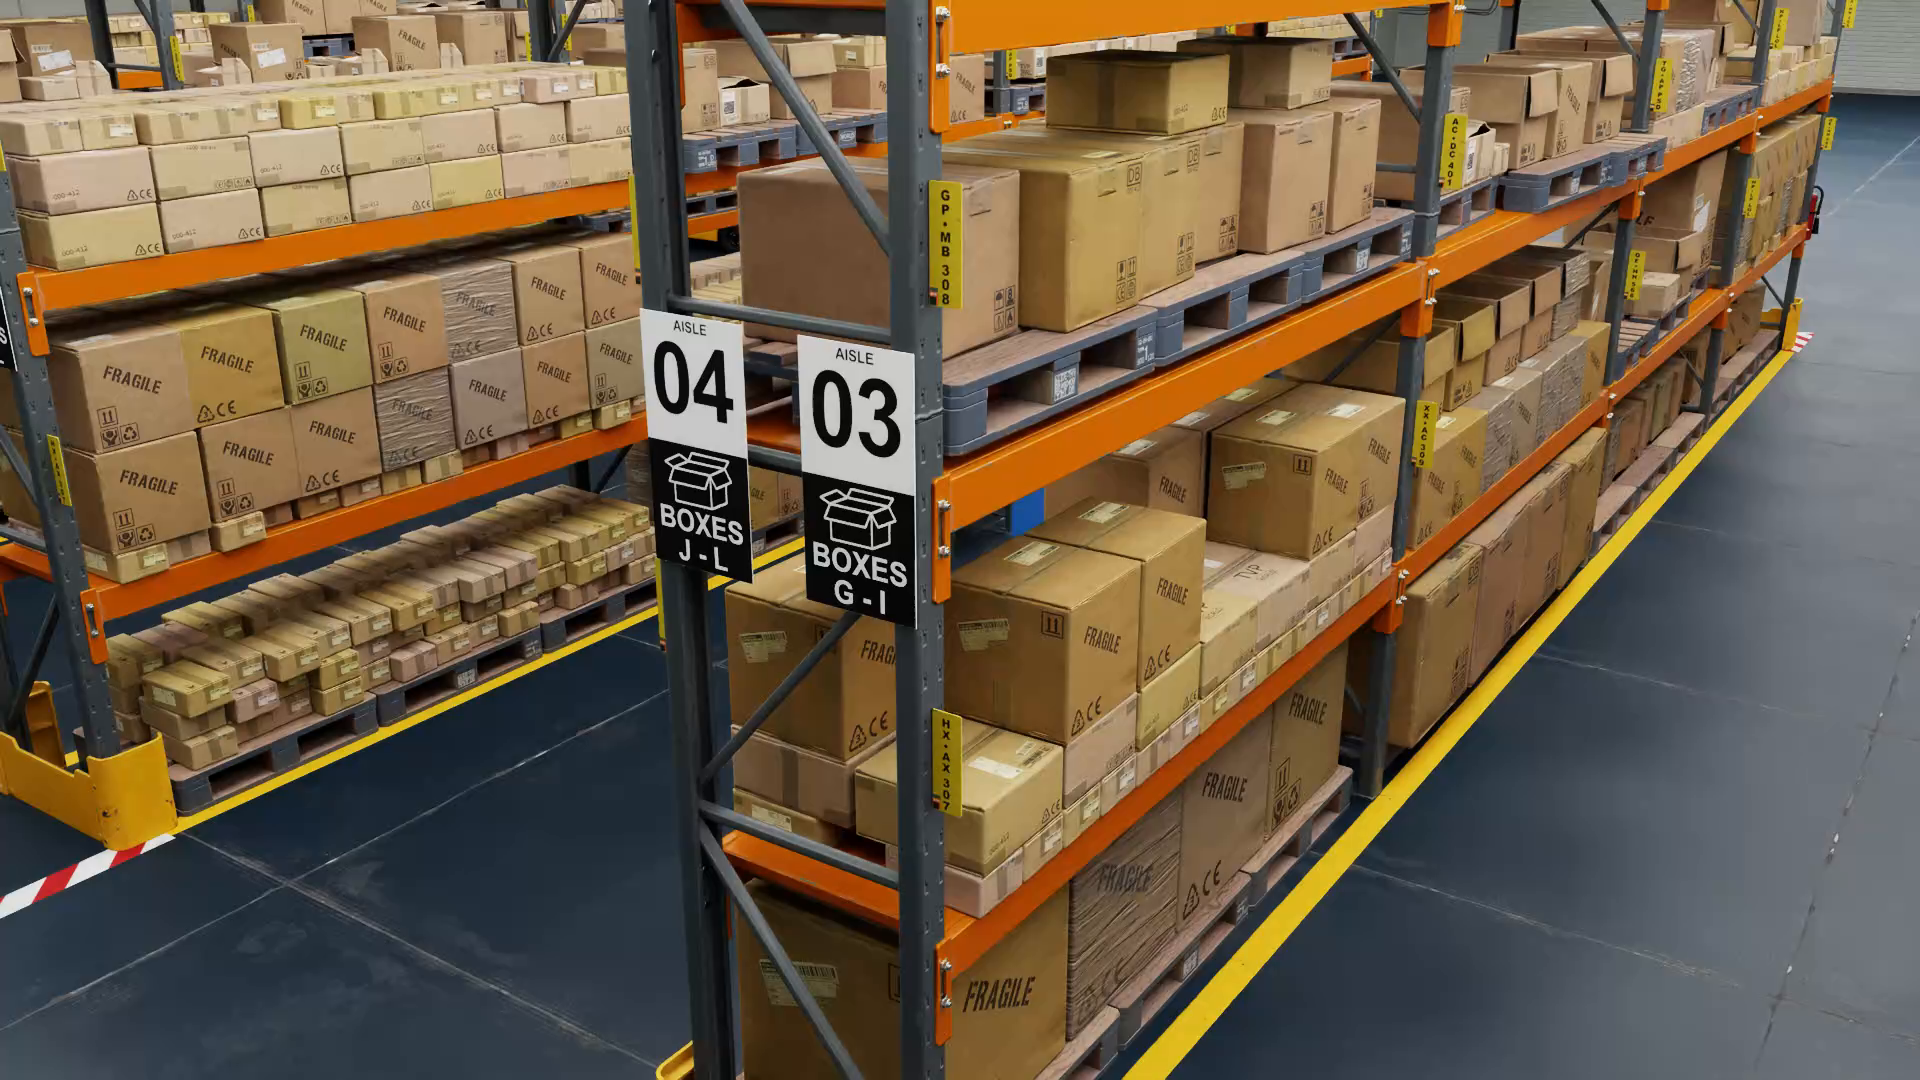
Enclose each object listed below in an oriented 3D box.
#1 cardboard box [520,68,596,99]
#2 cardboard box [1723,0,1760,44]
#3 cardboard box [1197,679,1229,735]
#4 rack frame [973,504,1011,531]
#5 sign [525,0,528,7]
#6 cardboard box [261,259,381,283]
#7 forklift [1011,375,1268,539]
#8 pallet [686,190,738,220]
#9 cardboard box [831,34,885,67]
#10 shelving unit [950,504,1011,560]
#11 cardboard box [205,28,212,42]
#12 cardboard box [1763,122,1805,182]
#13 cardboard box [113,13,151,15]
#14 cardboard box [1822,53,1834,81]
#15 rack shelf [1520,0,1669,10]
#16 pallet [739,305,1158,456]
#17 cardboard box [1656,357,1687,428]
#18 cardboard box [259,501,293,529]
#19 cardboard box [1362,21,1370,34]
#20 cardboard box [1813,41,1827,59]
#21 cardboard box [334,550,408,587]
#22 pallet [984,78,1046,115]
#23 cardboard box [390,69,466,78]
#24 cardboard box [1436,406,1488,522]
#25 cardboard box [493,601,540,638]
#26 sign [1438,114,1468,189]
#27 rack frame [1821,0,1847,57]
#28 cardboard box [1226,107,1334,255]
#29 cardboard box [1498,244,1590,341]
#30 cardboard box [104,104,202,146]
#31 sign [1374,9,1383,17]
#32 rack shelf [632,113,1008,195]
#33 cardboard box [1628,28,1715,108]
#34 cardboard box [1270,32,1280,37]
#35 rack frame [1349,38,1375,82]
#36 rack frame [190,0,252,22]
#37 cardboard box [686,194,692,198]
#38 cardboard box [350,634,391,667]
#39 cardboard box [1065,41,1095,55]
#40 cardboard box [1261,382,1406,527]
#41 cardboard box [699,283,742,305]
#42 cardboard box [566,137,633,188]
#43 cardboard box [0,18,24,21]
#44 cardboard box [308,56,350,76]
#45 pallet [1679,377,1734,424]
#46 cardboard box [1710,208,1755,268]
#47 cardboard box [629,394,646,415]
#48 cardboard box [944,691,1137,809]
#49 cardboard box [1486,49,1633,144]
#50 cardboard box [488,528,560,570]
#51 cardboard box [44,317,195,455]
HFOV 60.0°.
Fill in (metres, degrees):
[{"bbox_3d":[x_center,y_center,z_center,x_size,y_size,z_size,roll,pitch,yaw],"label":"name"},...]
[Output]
[{"bbox_3d":[-2.379,-2.699,9.836,0.380,0.149,0.250,14,24,33],"label":"cardboard box"},{"bbox_3d":[7.444,-5.064,16.013,0.500,0.500,0.500,13,24,32],"label":"cardboard box"},{"bbox_3d":[0.843,0.620,6.626,0.380,0.149,0.250,13,24,30],"label":"cardboard box"},{"bbox_3d":[0.209,-0.810,12.294,0.400,1.500,0.023,13,24,32],"label":"rack frame"},{"bbox_3d":[-5.596,-7.055,21.491,0.100,0.325,0.005,13,24,32],"label":"sign"},{"bbox_3d":[-3.622,-1.299,9.438,0.500,0.500,0.500,12,24,30],"label":"cardboard box"},{"bbox_3d":[1.721,-0.774,10.133,1.130,2.935,3.031,-19,28,-41],"label":"forklift"},{"bbox_3d":[-3.112,-3.732,18.308,1.003,0.211,1.213,13,24,32],"label":"pallet"},{"bbox_3d":[-0.759,-3.583,12.056,0.396,0.266,0.258,13,24,32],"label":"cardboard box"},{"bbox_3d":[0.004,-0.705,12.010,0.431,1.500,0.755,13,24,32],"label":"shelving unit"},{"bbox_3d":[-8.299,-5.588,18.366,0.380,0.149,0.250,14,24,33],"label":"cardboard box"},{"bbox_3d":[7.837,-3.771,16.121,0.500,0.500,0.500,13,24,32],"label":"cardboard box"},{"bbox_3d":[-9.038,-5.687,18.204,0.380,0.149,0.250,13,24,32],"label":"cardboard box"},{"bbox_3d":[8.441,-4.758,16.696,0.500,0.250,0.500,14,24,33],"label":"cardboard box"},{"bbox_3d":[5.129,-4.176,12.198,1.077,0.370,4.000,13,24,32],"label":"rack shelf"},{"bbox_3d":[-0.084,-0.599,5.363,1.003,0.211,1.213,13,24,32],"label":"pallet"},{"bbox_3d":[5.890,-1.323,14.488,0.700,0.500,0.500,11,23,28],"label":"cardboard box"},{"bbox_3d":[-3.748,-0.175,8.776,0.380,0.149,0.250,15,25,34],"label":"cardboard box"},{"bbox_3d":[4.550,-5.977,19.388,0.380,0.149,0.250,13,24,32],"label":"cardboard box"},{"bbox_3d":[8.176,-4.764,16.137,0.380,0.149,0.250,13,24,32],"label":"cardboard box"},{"bbox_3d":[-3.554,0.201,10.045,0.380,0.149,0.250,13,24,32],"label":"cardboard box"},{"bbox_3d":[0.277,-3.823,14.226,1.213,0.211,1.003,15,25,34],"label":"pallet"},{"bbox_3d":[-3.112,-2.664,9.740,0.380,0.149,0.250,12,24,30],"label":"cardboard box"},{"bbox_3d":[2.503,-0.441,8.988,0.500,0.500,0.500,13,24,32],"label":"cardboard box"},{"bbox_3d":[-2.810,0.454,10.219,0.380,0.149,0.250,13,24,32],"label":"cardboard box"},{"bbox_3d":[2.216,-1.745,7.475,0.100,0.325,0.005,13,24,32],"label":"sign"},{"bbox_3d":[8.502,-6.423,16.657,1.000,3.000,0.127,13,24,32],"label":"rack frame"},{"bbox_3d":[1.060,-1.474,6.709,0.700,0.500,0.500,15,25,35],"label":"cardboard box"},{"bbox_3d":[3.580,-1.624,10.743,0.797,0.503,0.637,14,25,34],"label":"cardboard box"},{"bbox_3d":[-3.796,-1.954,7.822,0.380,0.149,0.250,13,24,32],"label":"cardboard box"},{"bbox_3d":[4.897,-6.281,19.435,0.100,0.325,0.005,13,24,32],"label":"sign"},{"bbox_3d":[-1.165,-2.806,12.239,1.077,0.370,4.000,13,24,32],"label":"rack shelf"},{"bbox_3d":[5.047,-3.377,11.883,0.500,0.500,0.500,12,24,30],"label":"cardboard box"},{"bbox_3d":[3.120,-5.247,17.414,0.380,0.149,0.250,13,24,31],"label":"cardboard box"},{"bbox_3d":[4.456,-4.605,20.392,1.000,3.000,0.127,13,24,32],"label":"rack frame"},{"bbox_3d":[-8.299,-7.027,18.291,1.000,3.000,0.127,13,24,32],"label":"rack frame"},{"bbox_3d":[-3.107,-3.775,17.902,0.380,0.149,0.250,14,25,34],"label":"cardboard box"},{"bbox_3d":[-3.461,0.584,9.439,0.380,0.149,0.250,12,23,29],"label":"cardboard box"},{"bbox_3d":[0.830,-4.199,14.436,0.500,0.250,0.500,14,25,33],"label":"cardboard box"},{"bbox_3d":[1.719,-0.403,7.737,0.500,0.500,0.500,14,25,33],"label":"cardboard box"},{"bbox_3d":[-1.536,-1.625,11.234,0.380,0.149,0.250,14,25,33],"label":"cardboard box"},{"bbox_3d":[-2.342,-2.305,10.066,0.500,0.250,0.500,14,24,33],"label":"cardboard box"},{"bbox_3d":[-9.706,-5.208,16.880,0.380,0.149,0.250,13,24,32],"label":"cardboard box"},{"bbox_3d":[-5.501,-4.165,14.608,0.380,0.166,0.250,16,25,36],"label":"cardboard box"},{"bbox_3d":[6.601,-1.353,15.619,1.003,0.211,1.213,13,24,32],"label":"pallet"},{"bbox_3d":[6.557,-2.765,14.843,0.875,0.500,0.500,13,24,32],"label":"cardboard box"},{"bbox_3d":[-2.256,-0.917,10.782,0.380,0.149,0.250,13,24,31],"label":"cardboard box"},{"bbox_3d":[0.287,0.677,5.898,0.500,0.250,0.500,13,24,31],"label":"cardboard box"},{"bbox_3d":[3.721,-2.777,10.370,0.797,0.503,0.637,15,25,35],"label":"cardboard box"},{"bbox_3d":[-2.729,0.065,10.413,0.380,0.149,0.250,14,25,34],"label":"cardboard box"},{"bbox_3d":[-4.066,-0.747,7.947,0.500,0.500,0.500,13,24,31],"label":"cardboard box"}]
